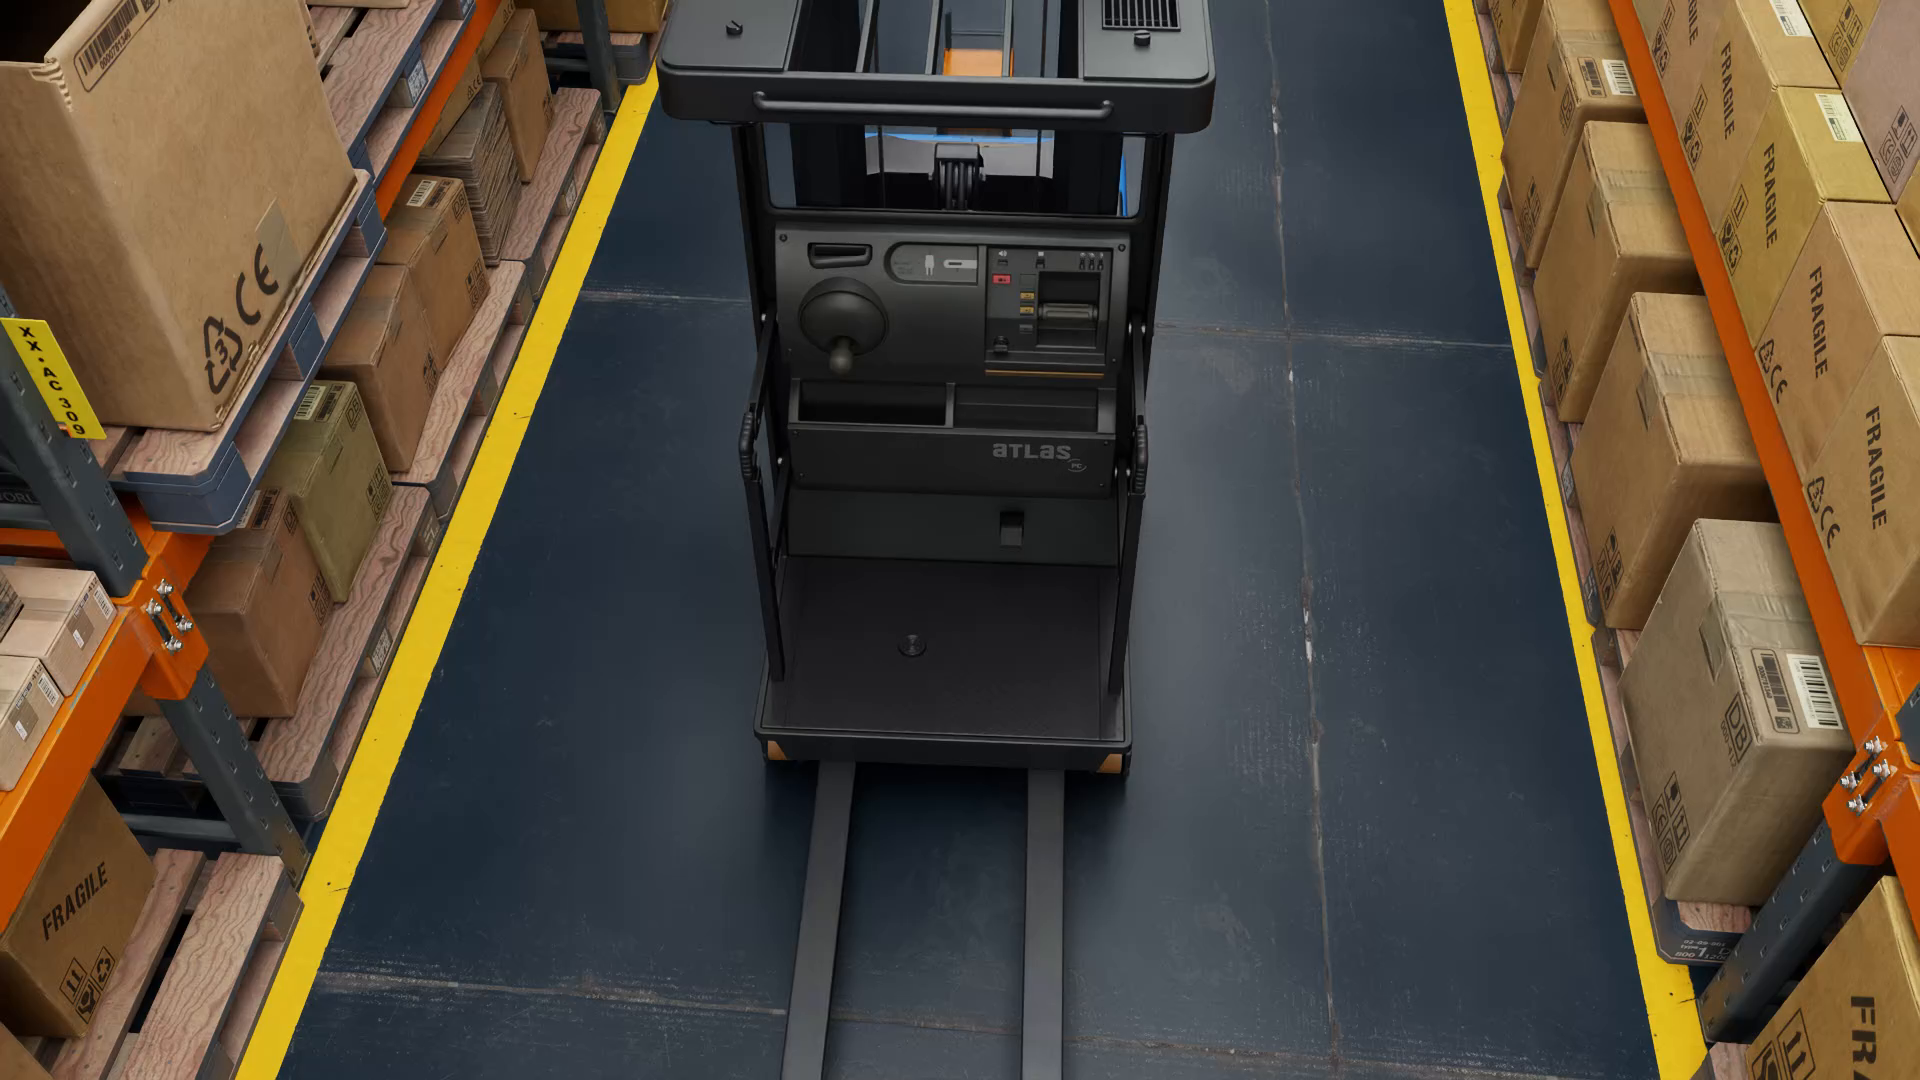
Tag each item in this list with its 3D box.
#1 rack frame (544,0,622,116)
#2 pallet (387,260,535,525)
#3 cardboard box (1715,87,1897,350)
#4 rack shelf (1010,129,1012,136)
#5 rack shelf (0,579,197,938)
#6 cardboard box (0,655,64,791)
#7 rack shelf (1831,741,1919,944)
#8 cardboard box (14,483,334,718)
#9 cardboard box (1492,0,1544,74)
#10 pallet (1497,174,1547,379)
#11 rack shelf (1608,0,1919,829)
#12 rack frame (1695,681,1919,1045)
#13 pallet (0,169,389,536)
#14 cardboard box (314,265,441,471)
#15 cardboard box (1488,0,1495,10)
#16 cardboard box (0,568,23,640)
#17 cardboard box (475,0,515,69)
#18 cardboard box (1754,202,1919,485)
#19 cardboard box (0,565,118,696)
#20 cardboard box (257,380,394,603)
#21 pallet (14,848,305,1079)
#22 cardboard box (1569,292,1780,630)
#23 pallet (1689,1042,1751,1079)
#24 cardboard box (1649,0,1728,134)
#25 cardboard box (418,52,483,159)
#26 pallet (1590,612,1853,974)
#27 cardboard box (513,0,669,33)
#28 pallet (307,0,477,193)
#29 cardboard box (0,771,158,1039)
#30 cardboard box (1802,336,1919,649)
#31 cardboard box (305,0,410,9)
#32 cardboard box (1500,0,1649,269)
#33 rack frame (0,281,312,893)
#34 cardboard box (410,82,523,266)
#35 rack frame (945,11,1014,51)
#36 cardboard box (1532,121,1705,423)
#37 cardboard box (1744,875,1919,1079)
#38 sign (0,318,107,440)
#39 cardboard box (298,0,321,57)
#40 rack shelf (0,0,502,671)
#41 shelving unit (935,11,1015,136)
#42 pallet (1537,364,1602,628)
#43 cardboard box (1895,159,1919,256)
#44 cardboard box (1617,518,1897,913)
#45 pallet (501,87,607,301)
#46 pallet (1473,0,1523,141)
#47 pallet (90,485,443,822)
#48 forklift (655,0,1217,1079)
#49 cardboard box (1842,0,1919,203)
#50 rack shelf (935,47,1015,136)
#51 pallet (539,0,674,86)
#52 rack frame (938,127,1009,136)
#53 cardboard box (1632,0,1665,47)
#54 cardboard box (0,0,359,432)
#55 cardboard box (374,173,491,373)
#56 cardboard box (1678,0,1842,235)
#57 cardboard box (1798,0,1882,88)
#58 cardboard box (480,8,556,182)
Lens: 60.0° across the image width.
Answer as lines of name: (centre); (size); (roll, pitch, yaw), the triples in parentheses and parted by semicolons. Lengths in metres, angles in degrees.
rack frame: (-2.047, -3.007, 6.467); (1.000, 3.000, 0.127); (4, 48, 4)
pallet: (-2.233, -0.598, 6.154); (1.003, 0.211, 1.213); (4, 48, 4)
cardboard box: (2.392, -0.838, 4.416); (0.500, 0.500, 0.500); (4, 48, 4)
rack shelf: (0.057, -1.362, 5.971); (0.258, 0.148, 0.480); (2, 48, 2)
rack shelf: (-2.594, 1.645, 2.700); (1.077, 0.370, 4.000); (4, 48, 4)
cardboard box: (-2.170, 0.378, 3.542); (0.380, 0.149, 0.250); (4, 48, 4)
rack shelf: (2.337, 2.053, 2.327); (1.077, 0.370, 4.000); (4, 48, 4)
cardboard box: (-2.334, 0.178, 4.950); (0.700, 0.500, 0.500); (1, 48, 1)
cardboard box: (2.683, -2.398, 7.320); (0.500, 0.500, 0.500); (4, 48, 3)
pallet: (2.736, -1.084, 6.598); (1.003, 0.211, 1.213); (4, 48, 4)
rack shelf: (2.701, -0.887, 5.016); (1.077, 0.370, 4.000); (4, 48, 4)
rack frame: (2.519, 0.340, 3.406); (1.000, 3.000, 0.127); (4, 48, 4)
pallet: (-2.197, -0.555, 4.355); (1.003, 0.211, 1.213); (4, 48, 4)
cardboard box: (-2.221, -0.583, 5.646); (0.700, 0.500, 0.500); (0, 48, 0)
cardboard box: (2.734, -2.780, 7.669); (0.500, 0.500, 0.500); (6, 48, 5)
cardboard box: (-2.514, 0.125, 3.334); (0.875, 0.500, 0.500); (4, 48, 4)
cardboard box: (-2.078, -2.071, 6.499); (0.500, 0.250, 0.500); (6, 48, 5)
cardboard box: (2.346, -0.466, 4.076); (0.500, 0.500, 0.500); (3, 48, 3)
cardboard box: (-2.138, 0.195, 3.709); (0.380, 0.149, 0.250); (4, 48, 4)
cardboard box: (-2.272, -0.171, 5.270); (0.700, 0.500, 0.500); (4, 48, 3)
pallet: (-2.437, 1.369, 4.355); (1.003, 0.211, 1.213); (4, 48, 4)
cardboard box: (2.578, -0.213, 5.152); (1.050, 0.750, 0.750); (4, 48, 4)
pallet: (2.372, 1.835, 3.929); (1.003, 0.211, 1.213); (4, 48, 4)
cardboard box: (2.484, -1.577, 5.092); (0.500, 0.500, 0.500); (4, 48, 3)
cardboard box: (-2.116, -1.680, 6.142); (0.500, 0.250, 0.500); (9, 48, 8)
pallet: (2.514, 0.709, 4.958); (1.003, 0.211, 1.213); (4, 48, 4)
cardboard box: (-1.963, -2.937, 7.559); (1.225, 0.875, 0.875); (2, 48, 2)
pallet: (-2.186, -1.485, 5.205); (1.003, 0.211, 1.213); (4, 48, 4)
cardboard box: (-2.488, 0.925, 4.280); (0.500, 0.500, 0.500); (3, 48, 2)
cardboard box: (2.300, -0.095, 3.736); (0.500, 0.500, 0.500); (4, 48, 3)
cardboard box: (-1.930, -1.860, 5.225); (0.396, 0.266, 0.258); (3, 48, 2)
cardboard box: (2.738, -1.540, 6.366); (1.050, 0.750, 0.750); (3, 48, 3)
rack frame: (-2.411, -0.068, 3.779); (1.000, 3.000, 0.127); (4, 48, 4)
cardboard box: (-2.126, -1.410, 6.402); (0.700, 0.500, 0.500); (0, 48, 0)
rack frame: (0.069, -1.436, 6.251); (0.240, 1.200, 0.015); (2, 48, 2)
cardboard box: (2.662, -0.898, 5.778); (1.050, 0.750, 0.750); (5, 48, 4)
cardboard box: (2.392, 1.373, 3.617); (0.875, 0.875, 0.875); (5, 48, 4)
sign: (-1.870, -0.329, 3.431); (0.100, 0.325, 0.005); (4, 48, 4)
cardboard box: (-2.345, -1.524, 4.757); (0.797, 0.503, 0.637); (8, 48, 8)
rack shelf: (-2.229, -1.295, 5.389); (1.077, 0.370, 4.000); (4, 48, 4)
shelving unit: (0.057, -1.256, 6.086); (0.258, 1.200, 0.503); (2, 48, 2)
pallet: (2.623, -0.190, 5.780); (1.003, 0.211, 1.213); (4, 48, 4)
cardboard box: (2.603, -0.774, 3.680); (0.700, 0.500, 0.500); (3, 48, 3)
cardboard box: (2.486, 0.496, 4.504); (1.050, 0.750, 0.750); (4, 48, 3)
pallet: (-2.119, -1.492, 6.971); (1.003, 0.211, 1.213); (4, 48, 4)
pallet: (2.956, -2.232, 7.649); (1.003, 0.211, 1.213); (4, 48, 4)
pallet: (-2.342, 0.301, 5.331); (1.003, 0.211, 1.213); (4, 48, 4)
forklift: (-0.030, -0.529, 4.247); (1.130, 2.935, 3.031); (2, 48, 2)
cardboard box: (2.650, -1.146, 4.020); (0.700, 0.500, 0.500); (4, 48, 4)
rack shelf: (0.057, -1.522, 5.796); (0.258, 0.148, 0.480); (2, 48, 2)
pallet: (-1.900, -2.640, 8.022); (1.003, 0.211, 1.213); (4, 48, 4)
rack frame: (0.045, -1.077, 5.922); (0.240, 1.200, 0.015); (2, 48, 2)
cardboard box: (2.530, -1.947, 5.431); (0.500, 0.500, 0.500); (3, 48, 3)
cardboard box: (-2.199, -0.986, 3.928); (1.000, 1.000, 1.000); (4, 48, 4)
cardboard box: (-2.171, -0.993, 6.021); (0.700, 0.500, 0.500); (7, 48, 7)
cardboard box: (2.436, -1.211, 4.757); (0.500, 0.500, 0.500); (3, 48, 3)
cardboard box: (2.697, -1.517, 4.359); (0.700, 0.500, 0.500); (3, 48, 3)
cardboard box: (-2.088, -1.818, 6.776); (0.700, 0.500, 0.500); (2, 48, 1)
